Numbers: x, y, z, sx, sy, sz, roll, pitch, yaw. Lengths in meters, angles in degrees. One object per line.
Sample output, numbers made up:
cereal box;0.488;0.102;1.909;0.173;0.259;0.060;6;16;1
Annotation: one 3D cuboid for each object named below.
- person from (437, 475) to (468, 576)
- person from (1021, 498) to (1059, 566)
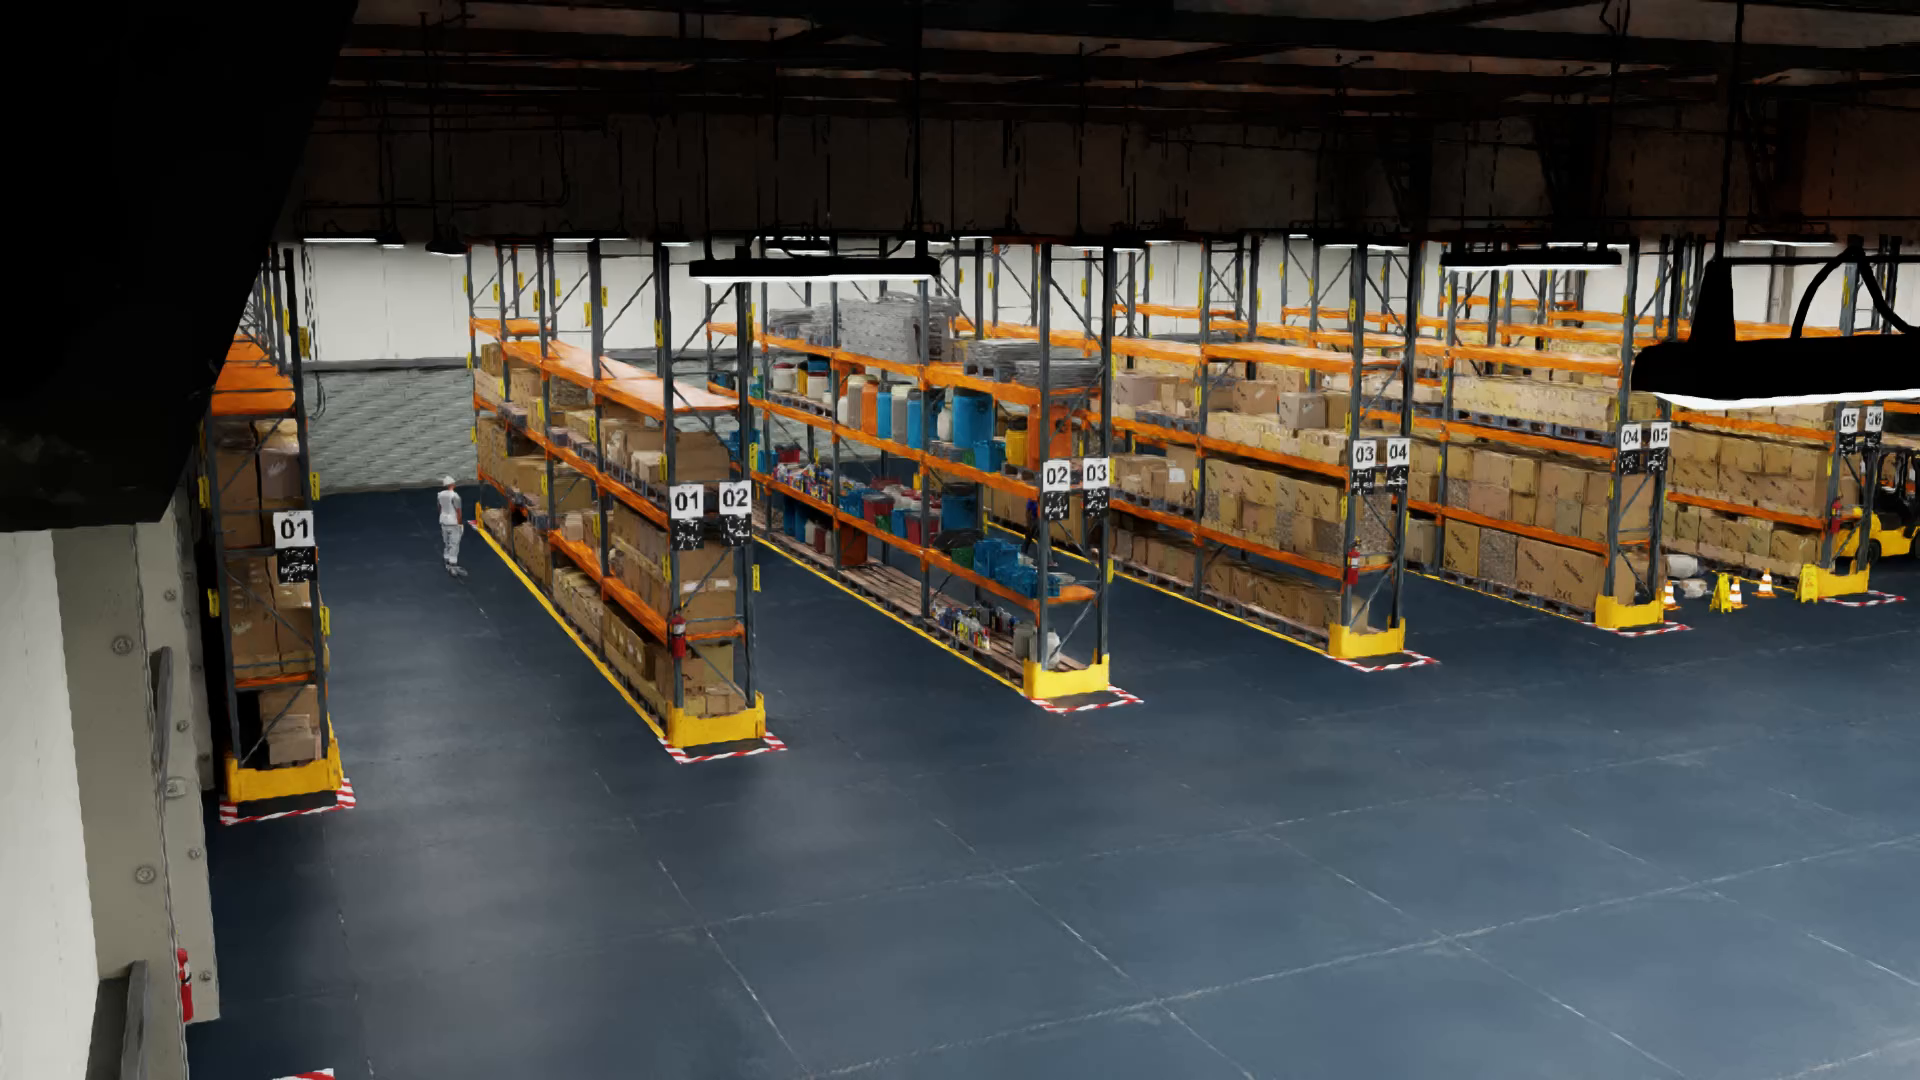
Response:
person;-9.071;-0.280;29.772;0.600;1.787;0.439;8;13;34
person;1.424;-0.340;30.655;0.447;1.574;1.088;-4;12;-21
